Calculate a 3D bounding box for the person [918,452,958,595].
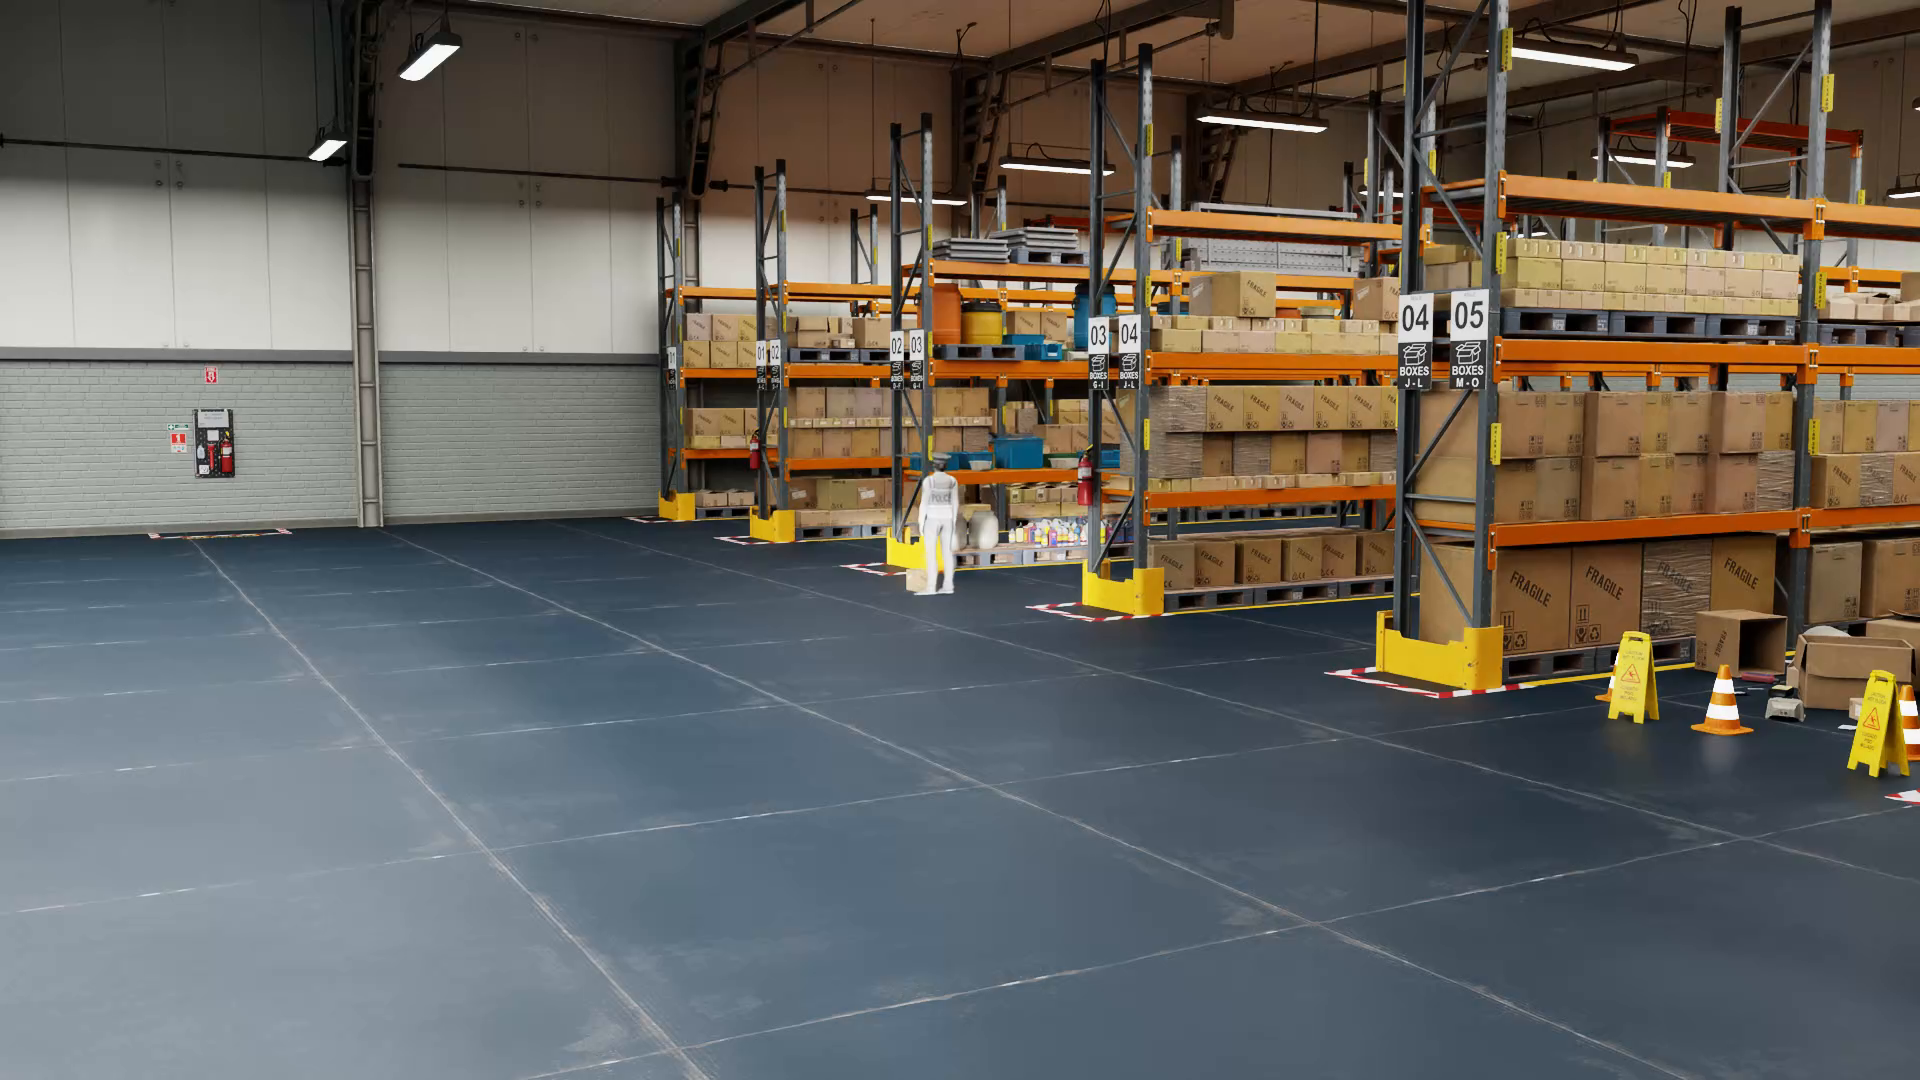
[{"bbox_3d":[-0.264,-0.188,19.560,0.491,1.692,0.332,-3,6,-27],"label":"person"}]
